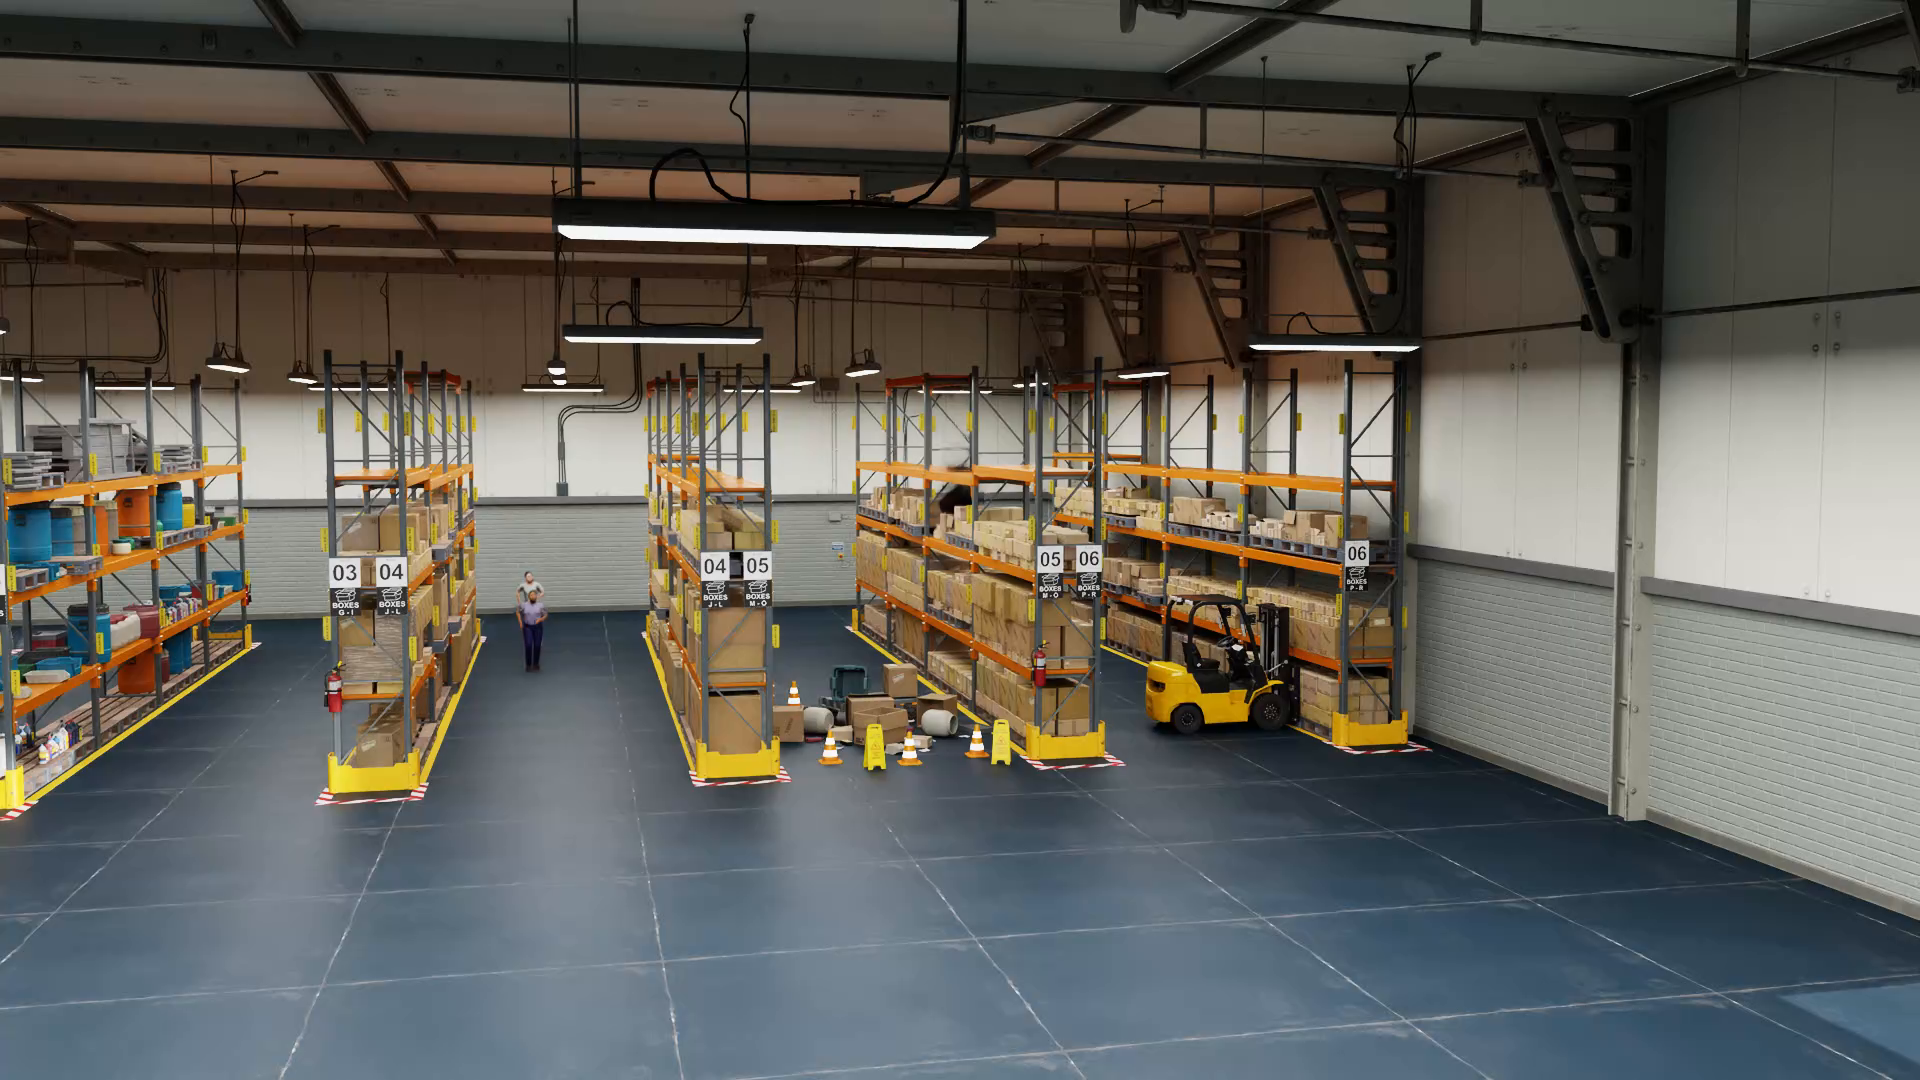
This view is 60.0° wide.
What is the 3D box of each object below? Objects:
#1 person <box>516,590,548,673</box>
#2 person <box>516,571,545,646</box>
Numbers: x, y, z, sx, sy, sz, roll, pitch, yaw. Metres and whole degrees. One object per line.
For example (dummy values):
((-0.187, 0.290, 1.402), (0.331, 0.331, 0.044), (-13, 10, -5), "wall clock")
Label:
((-8.656, 1.859, 33.679), (0.609, 1.702, 0.629), (-1, 4, -19), "person")
((-9.741, 1.550, 37.794), (0.605, 1.694, 0.815), (-2, 4, -23), "person")
